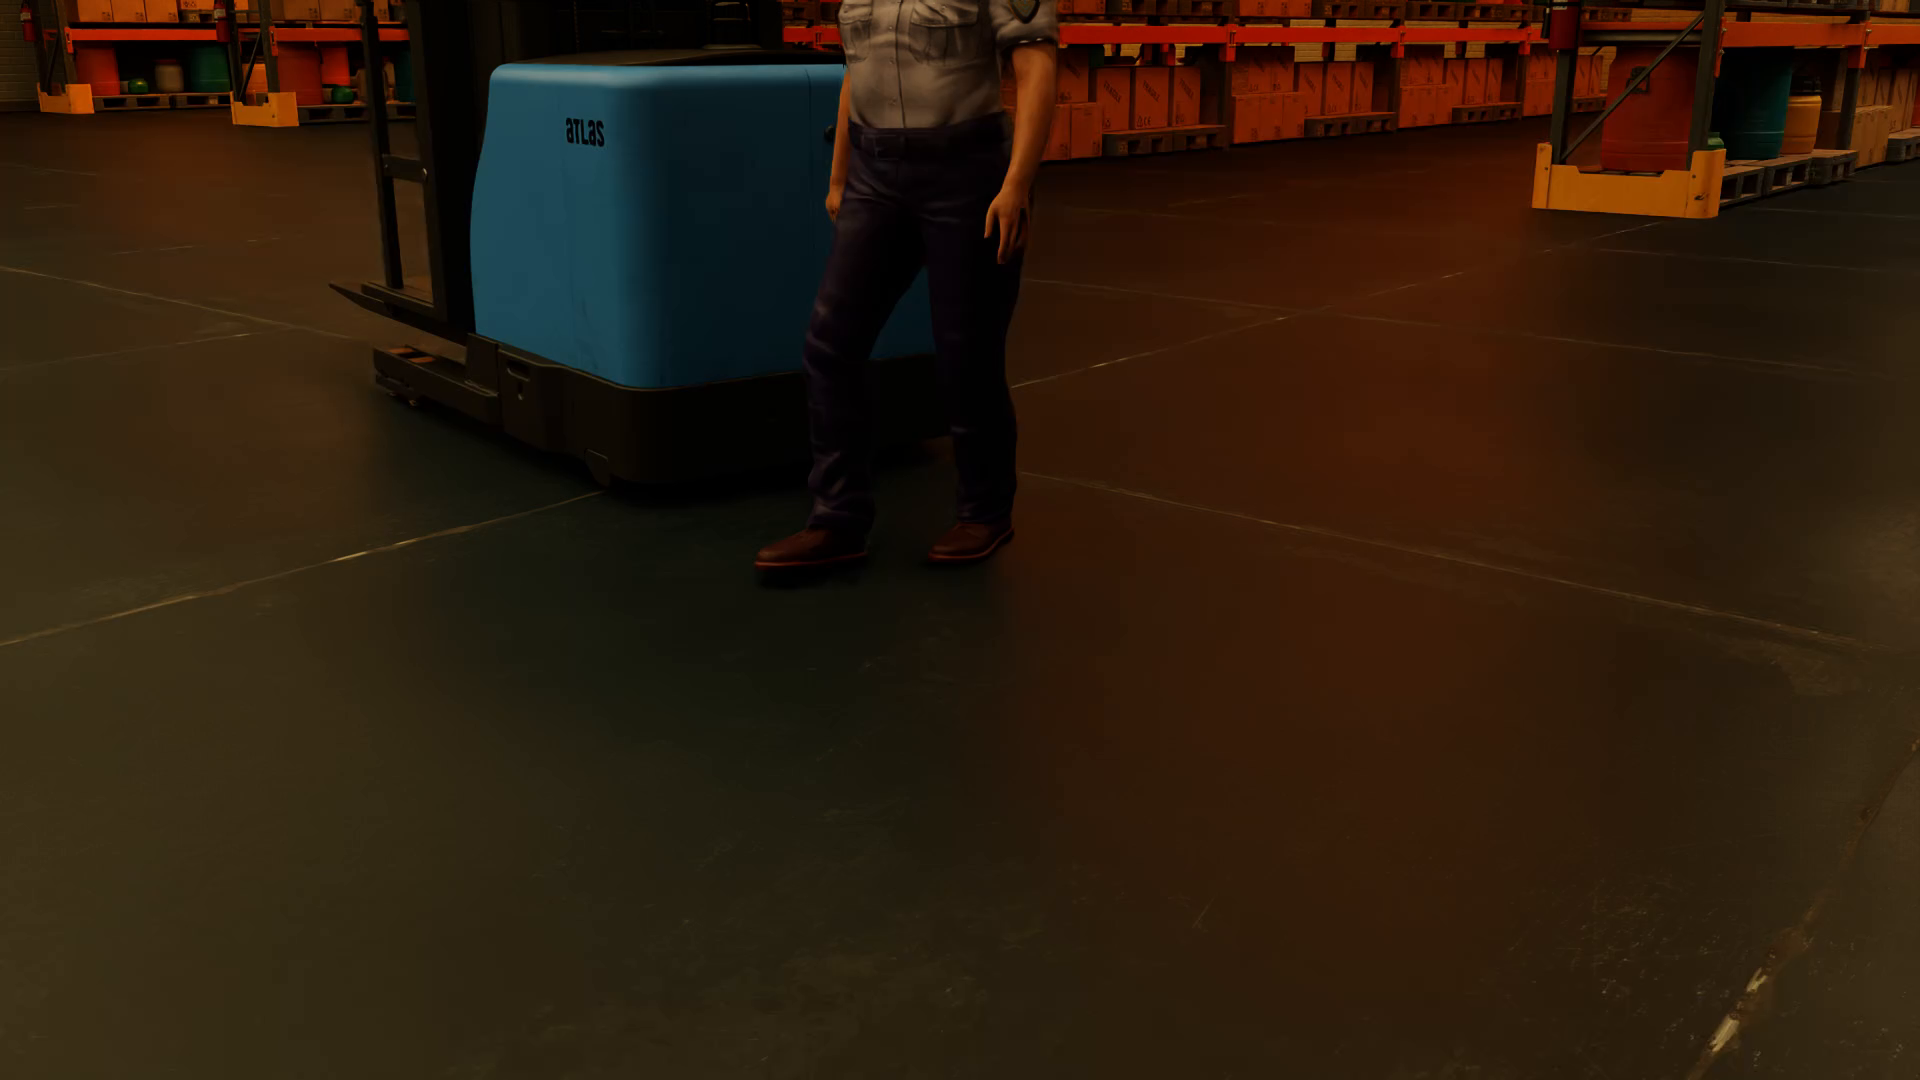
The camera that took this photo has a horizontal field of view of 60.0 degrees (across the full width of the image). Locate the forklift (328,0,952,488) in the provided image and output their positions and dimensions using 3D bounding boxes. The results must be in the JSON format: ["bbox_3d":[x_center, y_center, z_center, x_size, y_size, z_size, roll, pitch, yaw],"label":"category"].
[{"bbox_3d":[-1.281,-1.903,5.165,1.130,2.935,3.031,-12,21,-35],"label":"forklift"}]

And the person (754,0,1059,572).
[{"bbox_3d":[-0.097,-0.719,3.520,0.630,1.628,0.625,10,20,30],"label":"person"}]
